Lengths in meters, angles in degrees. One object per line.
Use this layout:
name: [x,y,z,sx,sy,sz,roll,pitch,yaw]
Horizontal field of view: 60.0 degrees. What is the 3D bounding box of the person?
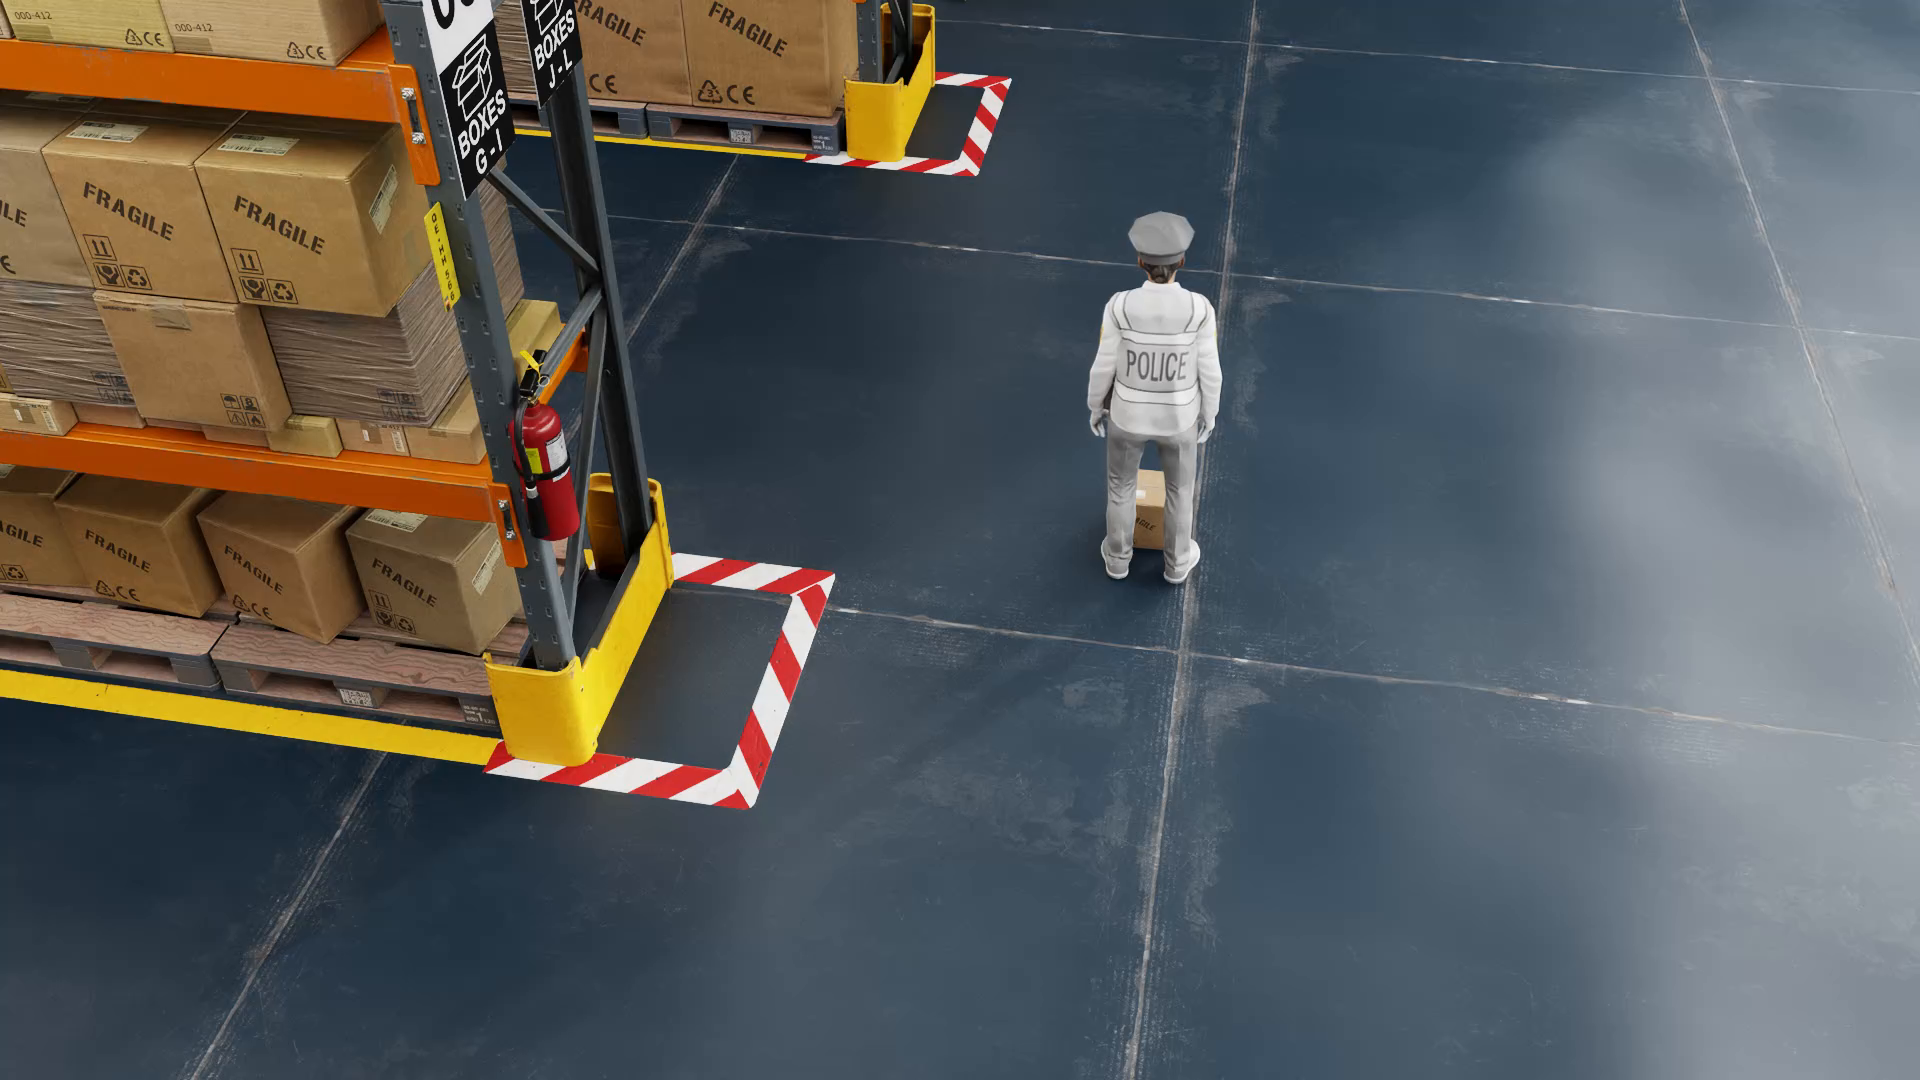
person: [0.781,-0.515,6.753,0.534,1.662,0.374,5,41,5]
